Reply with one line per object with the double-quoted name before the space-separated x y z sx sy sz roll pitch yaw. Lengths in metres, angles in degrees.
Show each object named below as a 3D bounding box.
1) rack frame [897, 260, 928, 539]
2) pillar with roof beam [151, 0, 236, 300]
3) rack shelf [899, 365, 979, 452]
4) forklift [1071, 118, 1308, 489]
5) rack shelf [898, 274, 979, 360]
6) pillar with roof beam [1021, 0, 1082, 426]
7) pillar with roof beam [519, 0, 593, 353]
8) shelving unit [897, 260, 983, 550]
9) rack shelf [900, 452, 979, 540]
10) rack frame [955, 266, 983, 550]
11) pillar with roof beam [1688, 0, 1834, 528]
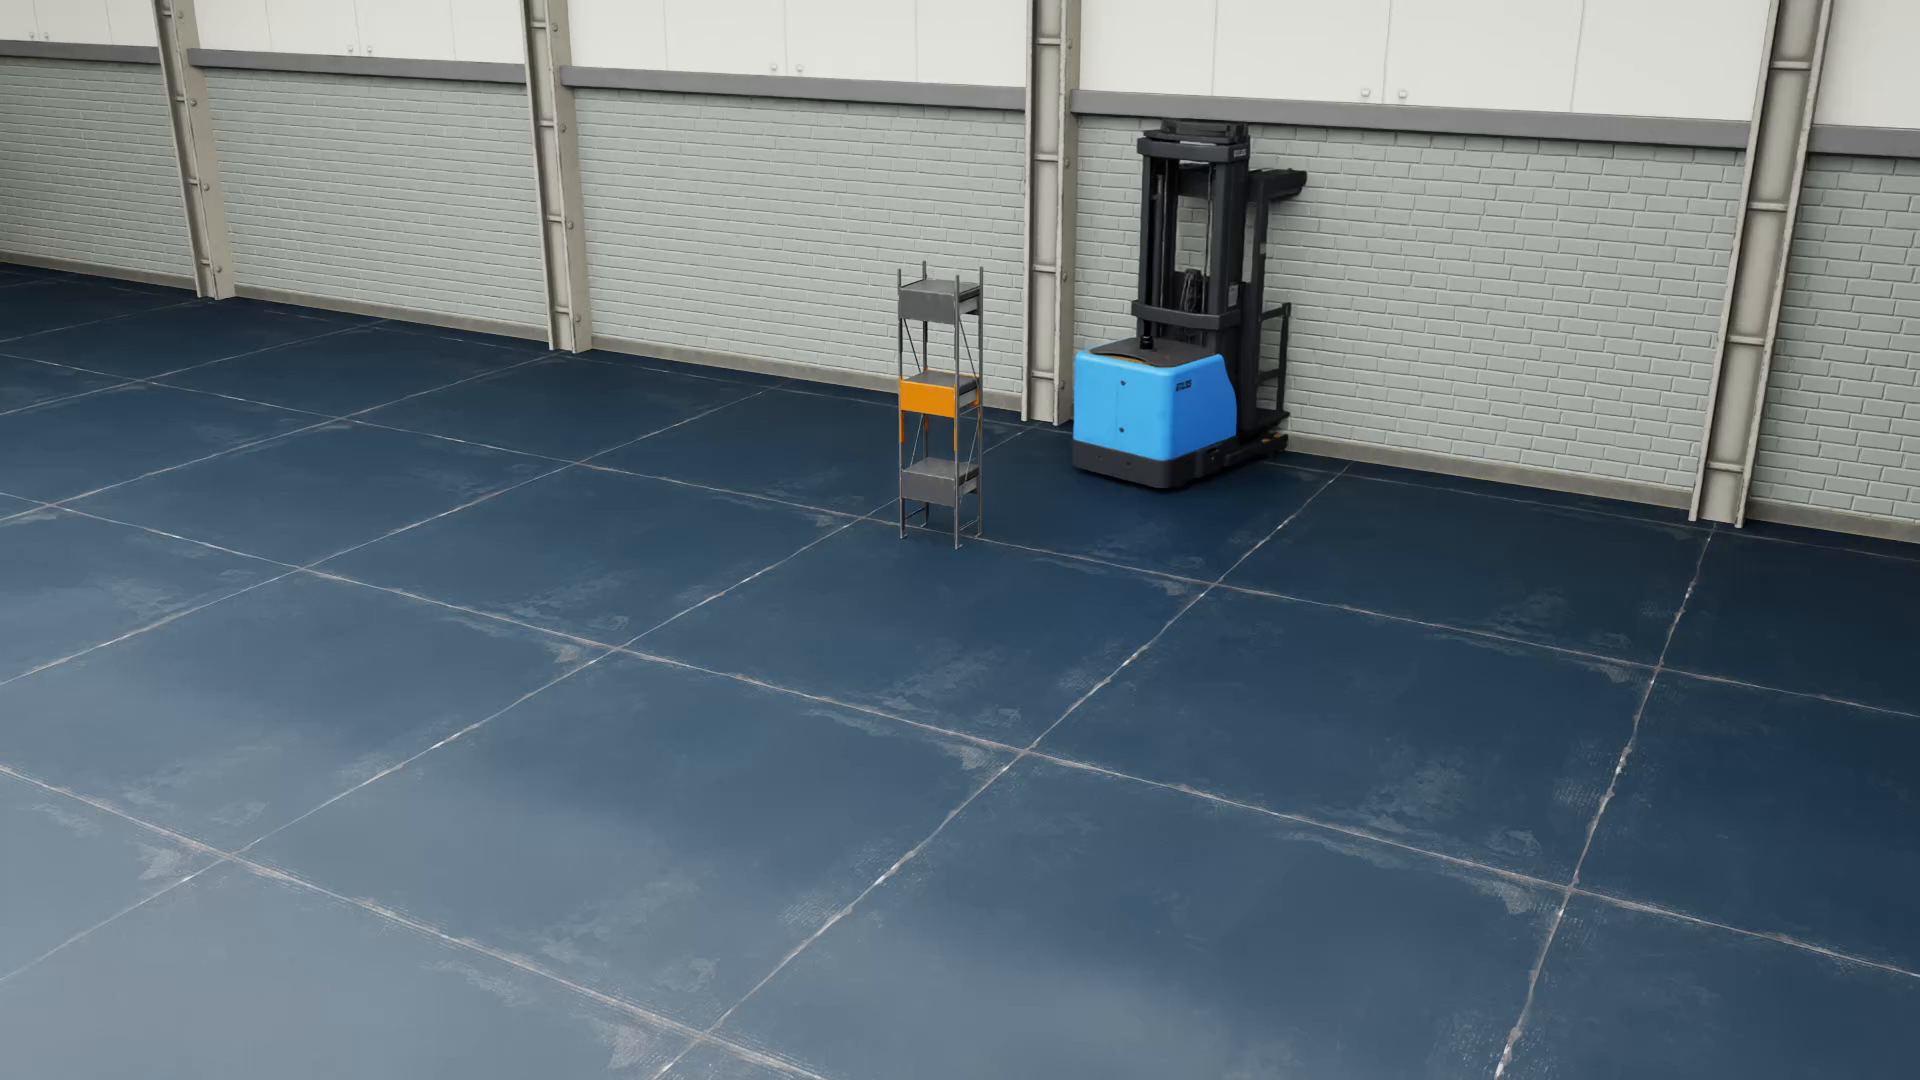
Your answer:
"rack frame" -0.358 -1.055 12.695 0.015 2.100 0.400 11 23 27
"pillar with roof beam" -11.738 -6.114 16.524 0.400 9.000 9.100 11 23 27
"rack shelf" -0.144 -1.002 12.588 0.480 0.518 0.431 11 23 27
"forklift" 2.327 -2.226 14.702 1.130 2.935 3.031 17 26 39
"rack shelf" -0.144 -1.660 12.349 0.480 0.518 0.431 11 23 27
"pillar with roof beam" -1.262 -4.119 11.023 0.400 9.000 9.100 11 23 27
"pillar with roof beam" -6.500 -5.116 13.774 0.400 9.000 9.100 11 23 27
"shelving unit" -0.144 -1.015 12.583 0.503 2.100 0.431 11 23 27
"rack shelf" -0.144 -0.344 12.826 0.480 0.518 0.431 11 23 27
"rack frame" 0.069 -0.974 12.471 0.015 2.100 0.400 11 23 27
"pillar with roof beam" 3.976 -3.121 8.272 0.400 9.000 9.100 11 23 27
